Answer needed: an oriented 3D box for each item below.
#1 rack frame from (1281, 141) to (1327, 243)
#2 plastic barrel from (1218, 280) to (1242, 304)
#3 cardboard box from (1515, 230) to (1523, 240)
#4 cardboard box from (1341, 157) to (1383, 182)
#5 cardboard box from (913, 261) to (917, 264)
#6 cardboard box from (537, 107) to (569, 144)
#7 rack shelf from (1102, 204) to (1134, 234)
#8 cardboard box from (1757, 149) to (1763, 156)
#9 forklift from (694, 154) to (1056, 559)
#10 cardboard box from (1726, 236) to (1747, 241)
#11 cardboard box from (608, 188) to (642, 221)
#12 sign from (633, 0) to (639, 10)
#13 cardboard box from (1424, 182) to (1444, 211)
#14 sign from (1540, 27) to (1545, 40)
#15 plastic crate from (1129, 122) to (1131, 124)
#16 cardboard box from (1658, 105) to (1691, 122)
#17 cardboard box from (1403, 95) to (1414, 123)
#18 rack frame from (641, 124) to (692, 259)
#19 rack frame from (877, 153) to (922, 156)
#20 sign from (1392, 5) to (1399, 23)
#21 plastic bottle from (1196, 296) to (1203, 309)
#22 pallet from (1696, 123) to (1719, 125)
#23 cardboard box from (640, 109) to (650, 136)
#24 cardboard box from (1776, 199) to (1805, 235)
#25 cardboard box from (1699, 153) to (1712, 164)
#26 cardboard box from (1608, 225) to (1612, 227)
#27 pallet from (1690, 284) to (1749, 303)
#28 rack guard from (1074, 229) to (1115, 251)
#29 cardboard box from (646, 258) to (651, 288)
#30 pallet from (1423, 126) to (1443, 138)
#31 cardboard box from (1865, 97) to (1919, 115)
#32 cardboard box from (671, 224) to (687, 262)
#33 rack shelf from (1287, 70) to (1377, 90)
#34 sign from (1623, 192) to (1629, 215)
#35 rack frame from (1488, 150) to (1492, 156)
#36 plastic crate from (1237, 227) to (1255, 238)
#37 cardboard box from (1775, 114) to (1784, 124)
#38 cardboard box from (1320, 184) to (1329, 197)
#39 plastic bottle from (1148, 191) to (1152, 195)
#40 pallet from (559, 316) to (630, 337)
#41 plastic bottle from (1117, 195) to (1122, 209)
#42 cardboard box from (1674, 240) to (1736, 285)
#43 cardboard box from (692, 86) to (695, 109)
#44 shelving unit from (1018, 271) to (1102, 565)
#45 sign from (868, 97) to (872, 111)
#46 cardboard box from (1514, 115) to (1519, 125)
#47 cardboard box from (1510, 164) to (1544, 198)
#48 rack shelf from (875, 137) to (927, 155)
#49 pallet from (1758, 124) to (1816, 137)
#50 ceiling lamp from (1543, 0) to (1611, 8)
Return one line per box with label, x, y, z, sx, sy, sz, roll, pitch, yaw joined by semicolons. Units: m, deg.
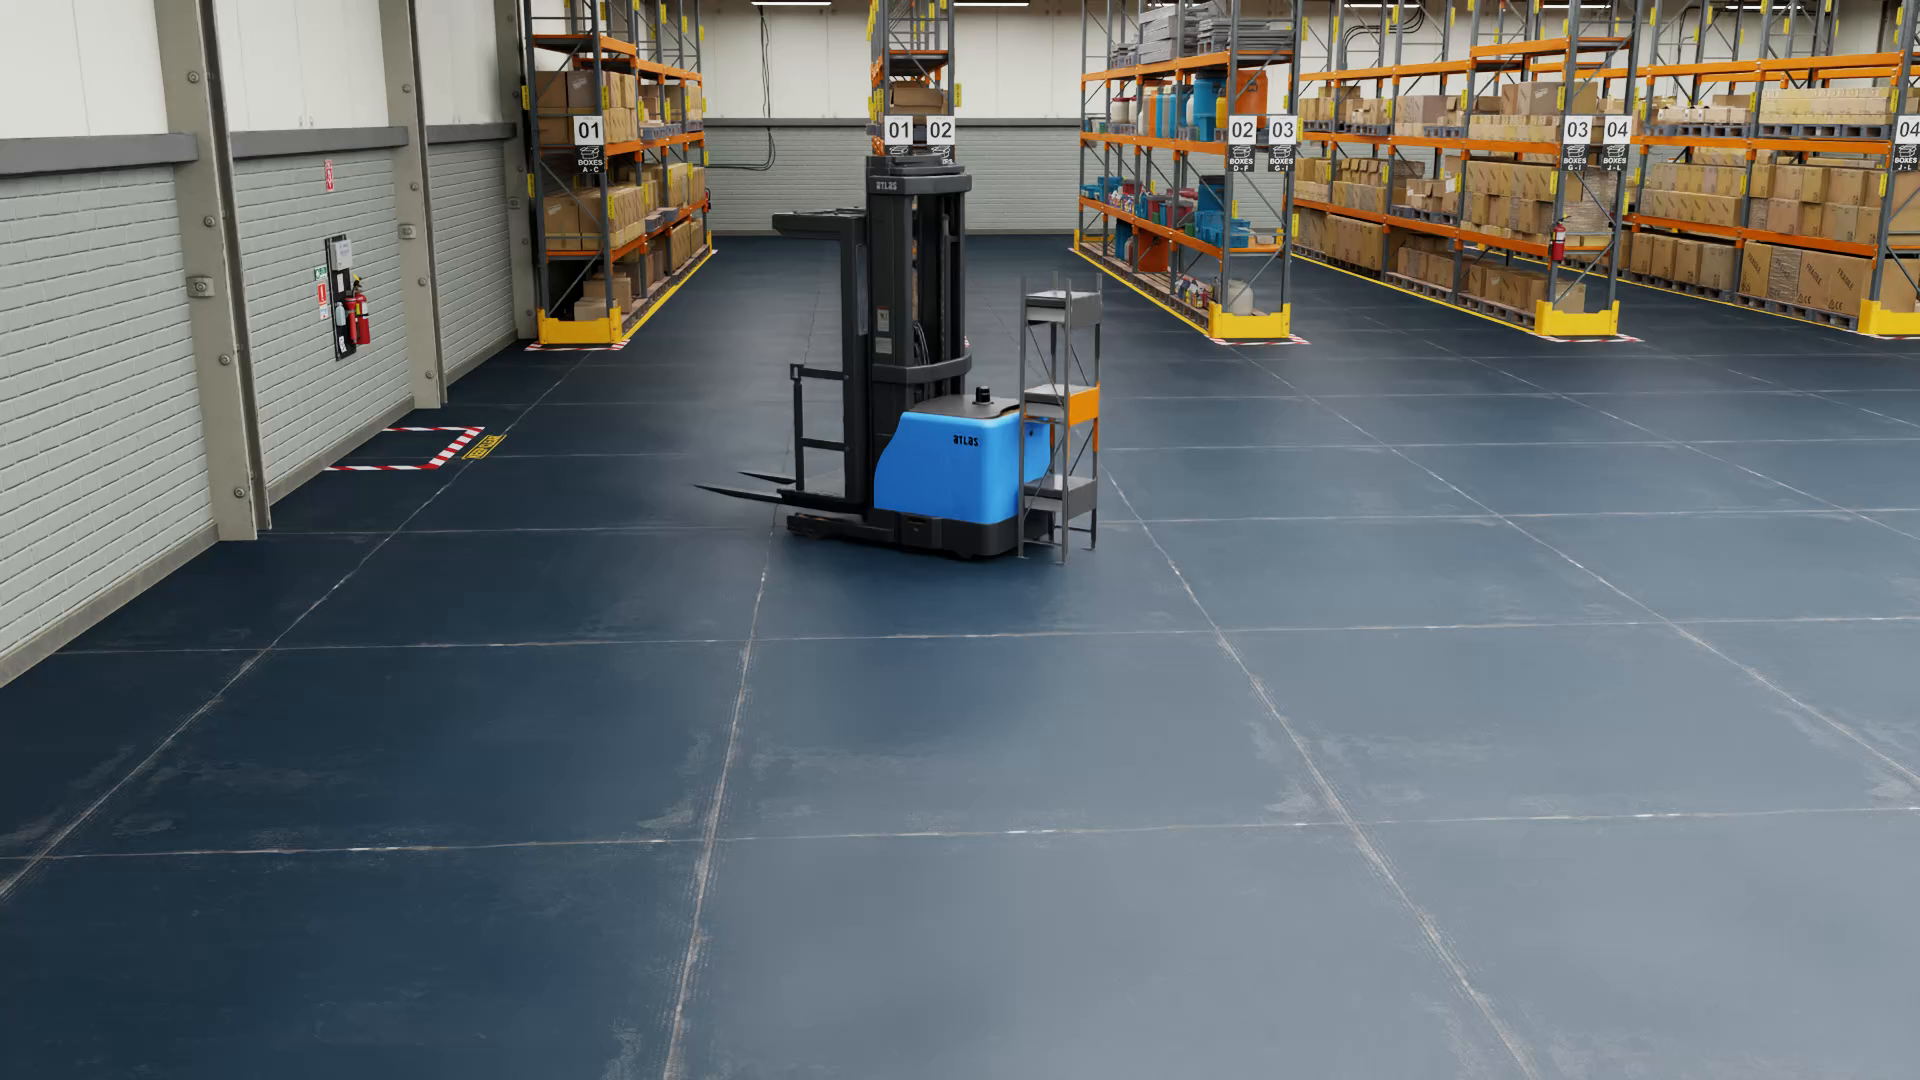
rack frame;8.313;-8.532;40.167;1.000;3.000;0.127;-1;14;-3
plastic barrel;4.213;-3.762;25.778;0.421;0.512;0.421;0;14;0
cardboard box;8.987;-4.809;26.203;0.380;0.149;0.250;-1;14;-3
cardboard box;8.609;-7.913;35.546;0.797;0.503;0.637;-1;14;-5
cardboard box;-0.485;-4.146;26.289;0.500;0.500;0.500;-1;14;-3
cardboard box;-5.806;-5.934;23.809;0.500;0.500;0.500;0;14;1
rack shelf;3.741;-6.615;34.160;1.077;0.370;4.000;-1;14;-3
cardboard box;18.201;-8.738;37.459;0.380;0.149;0.250;-1;14;-3
forklift;-0.773;-1.533;13.102;3.031;2.935;1.130;9;17;31
cardboard box;18.464;-7.033;38.641;0.875;0.438;0.875;-1;14;-5
cardboard box;-5.400;-5.382;26.678;0.500;0.500;0.500;-1;14;-4
sign;-5.232;-8.718;26.817;0.100;0.325;0.005;-1;14;-3
cardboard box;8.857;-6.231;30.173;0.797;0.503;0.637;1;14;2
sign;13.825;-12.021;39.497;0.100;0.325;0.005;-1;14;-3
plastic crate;3.814;-9.163;36.863;0.497;0.269;0.590;-1;14;-3
cardboard box;13.591;-8.072;31.494;0.500;0.311;0.500;-1;14;-3
cardboard box;8.609;-8.039;31.025;0.500;0.500;0.500;-1;14;-3
rack frame;-6.271;-7.308;35.409;1.000;3.000;0.127;-1;14;-3
rack frame;-1.079;-6.390;31.843;1.000;3.000;0.127;-1;14;-3
sign;8.255;-9.967;31.514;0.100;0.325;0.005;-1;14;-3
plastic bottle;3.810;-3.784;26.447;0.097;0.201;0.097;0;14;0
pallet;18.260;-9.910;39.682;1.003;0.211;1.213;-1;14;-3
cardboard box;-6.035;-7.501;29.895;0.797;0.503;0.637;1;14;4
cardboard box;14.021;-5.307;27.334;0.875;0.550;0.550;-1;14;-3
cardboard box;17.988;-8.965;39.644;0.500;0.500;0.500;-1;14;-5
cardboard box;13.403;-6.368;34.425;0.500;0.250;0.500;-1;14;-2
pallet;13.890;-4.439;29.856;1.003;0.211;1.213;-1;14;-3
rack guard;3.355;-7.251;40.204;1.175;0.500;0.348;-1;14;-3
cardboard box;-5.911;-4.759;29.635;0.700;0.500;0.500;-1;14;-3
pallet;9.057;-7.322;29.823;1.213;0.211;1.003;-1;14;-3
cardboard box;13.952;-6.497;24.901;0.500;0.250;0.500;-1;14;-3
cardboard box;-6.043;-6.089;34.145;0.750;0.750;0.750;0;14;-2
rack shelf;8.437;-10.398;37.626;1.077;0.370;4.000;-1;14;-3
sign;9.846;-4.980;24.626;0.100;0.325;0.005;-1;14;-3
rack frame;13.270;-8.583;40.367;1.000;3.000;0.127;-1;14;-3
plastic crate;4.466;-4.943;26.749;0.530;0.136;0.437;-1;14;-3
cardboard box;13.728;-6.960;27.497;0.380;0.149;0.250;-1;14;-4
cardboard box;8.272;-7.714;36.693;0.500;0.250;0.500;-1;14;-4
plastic bottle;4.012;-7.167;34.962;0.144;0.351;0.185;-1;14;-3
pallet;-5.547;-3.194;25.018;1.003;0.211;1.213;-1;14;-3
plastic bottle;3.338;-6.992;34.429;0.152;0.276;0.135;-1;14;-3
cardboard box;13.829;-5.106;30.523;1.050;0.750;0.750;-1;14;-3
cardboard box;-6.109;-9.735;36.575;0.500;0.500;0.500;-1;14;-3
shelving unit;0.738;-0.908;12.342;0.431;2.100;0.503;9;17;30
sign;-2.116;-10.248;39.061;0.100;0.325;0.005;-1;14;-3
cardboard box;8.932;-6.583;26.072;0.380;0.149;0.250;-2;15;-6
cardboard box;8.958;-5.611;26.010;0.500;0.500;0.500;-1;14;-3
rack shelf;-0.955;-6.997;29.626;1.077;0.370;4.000;-1;14;-3
pallet;14.053;-6.805;27.613;1.003;0.211;1.213;-1;14;-3
ceiling lamp;15.618;-15.047;41.736;2.000;3.185;0.800;-1;14;-3
